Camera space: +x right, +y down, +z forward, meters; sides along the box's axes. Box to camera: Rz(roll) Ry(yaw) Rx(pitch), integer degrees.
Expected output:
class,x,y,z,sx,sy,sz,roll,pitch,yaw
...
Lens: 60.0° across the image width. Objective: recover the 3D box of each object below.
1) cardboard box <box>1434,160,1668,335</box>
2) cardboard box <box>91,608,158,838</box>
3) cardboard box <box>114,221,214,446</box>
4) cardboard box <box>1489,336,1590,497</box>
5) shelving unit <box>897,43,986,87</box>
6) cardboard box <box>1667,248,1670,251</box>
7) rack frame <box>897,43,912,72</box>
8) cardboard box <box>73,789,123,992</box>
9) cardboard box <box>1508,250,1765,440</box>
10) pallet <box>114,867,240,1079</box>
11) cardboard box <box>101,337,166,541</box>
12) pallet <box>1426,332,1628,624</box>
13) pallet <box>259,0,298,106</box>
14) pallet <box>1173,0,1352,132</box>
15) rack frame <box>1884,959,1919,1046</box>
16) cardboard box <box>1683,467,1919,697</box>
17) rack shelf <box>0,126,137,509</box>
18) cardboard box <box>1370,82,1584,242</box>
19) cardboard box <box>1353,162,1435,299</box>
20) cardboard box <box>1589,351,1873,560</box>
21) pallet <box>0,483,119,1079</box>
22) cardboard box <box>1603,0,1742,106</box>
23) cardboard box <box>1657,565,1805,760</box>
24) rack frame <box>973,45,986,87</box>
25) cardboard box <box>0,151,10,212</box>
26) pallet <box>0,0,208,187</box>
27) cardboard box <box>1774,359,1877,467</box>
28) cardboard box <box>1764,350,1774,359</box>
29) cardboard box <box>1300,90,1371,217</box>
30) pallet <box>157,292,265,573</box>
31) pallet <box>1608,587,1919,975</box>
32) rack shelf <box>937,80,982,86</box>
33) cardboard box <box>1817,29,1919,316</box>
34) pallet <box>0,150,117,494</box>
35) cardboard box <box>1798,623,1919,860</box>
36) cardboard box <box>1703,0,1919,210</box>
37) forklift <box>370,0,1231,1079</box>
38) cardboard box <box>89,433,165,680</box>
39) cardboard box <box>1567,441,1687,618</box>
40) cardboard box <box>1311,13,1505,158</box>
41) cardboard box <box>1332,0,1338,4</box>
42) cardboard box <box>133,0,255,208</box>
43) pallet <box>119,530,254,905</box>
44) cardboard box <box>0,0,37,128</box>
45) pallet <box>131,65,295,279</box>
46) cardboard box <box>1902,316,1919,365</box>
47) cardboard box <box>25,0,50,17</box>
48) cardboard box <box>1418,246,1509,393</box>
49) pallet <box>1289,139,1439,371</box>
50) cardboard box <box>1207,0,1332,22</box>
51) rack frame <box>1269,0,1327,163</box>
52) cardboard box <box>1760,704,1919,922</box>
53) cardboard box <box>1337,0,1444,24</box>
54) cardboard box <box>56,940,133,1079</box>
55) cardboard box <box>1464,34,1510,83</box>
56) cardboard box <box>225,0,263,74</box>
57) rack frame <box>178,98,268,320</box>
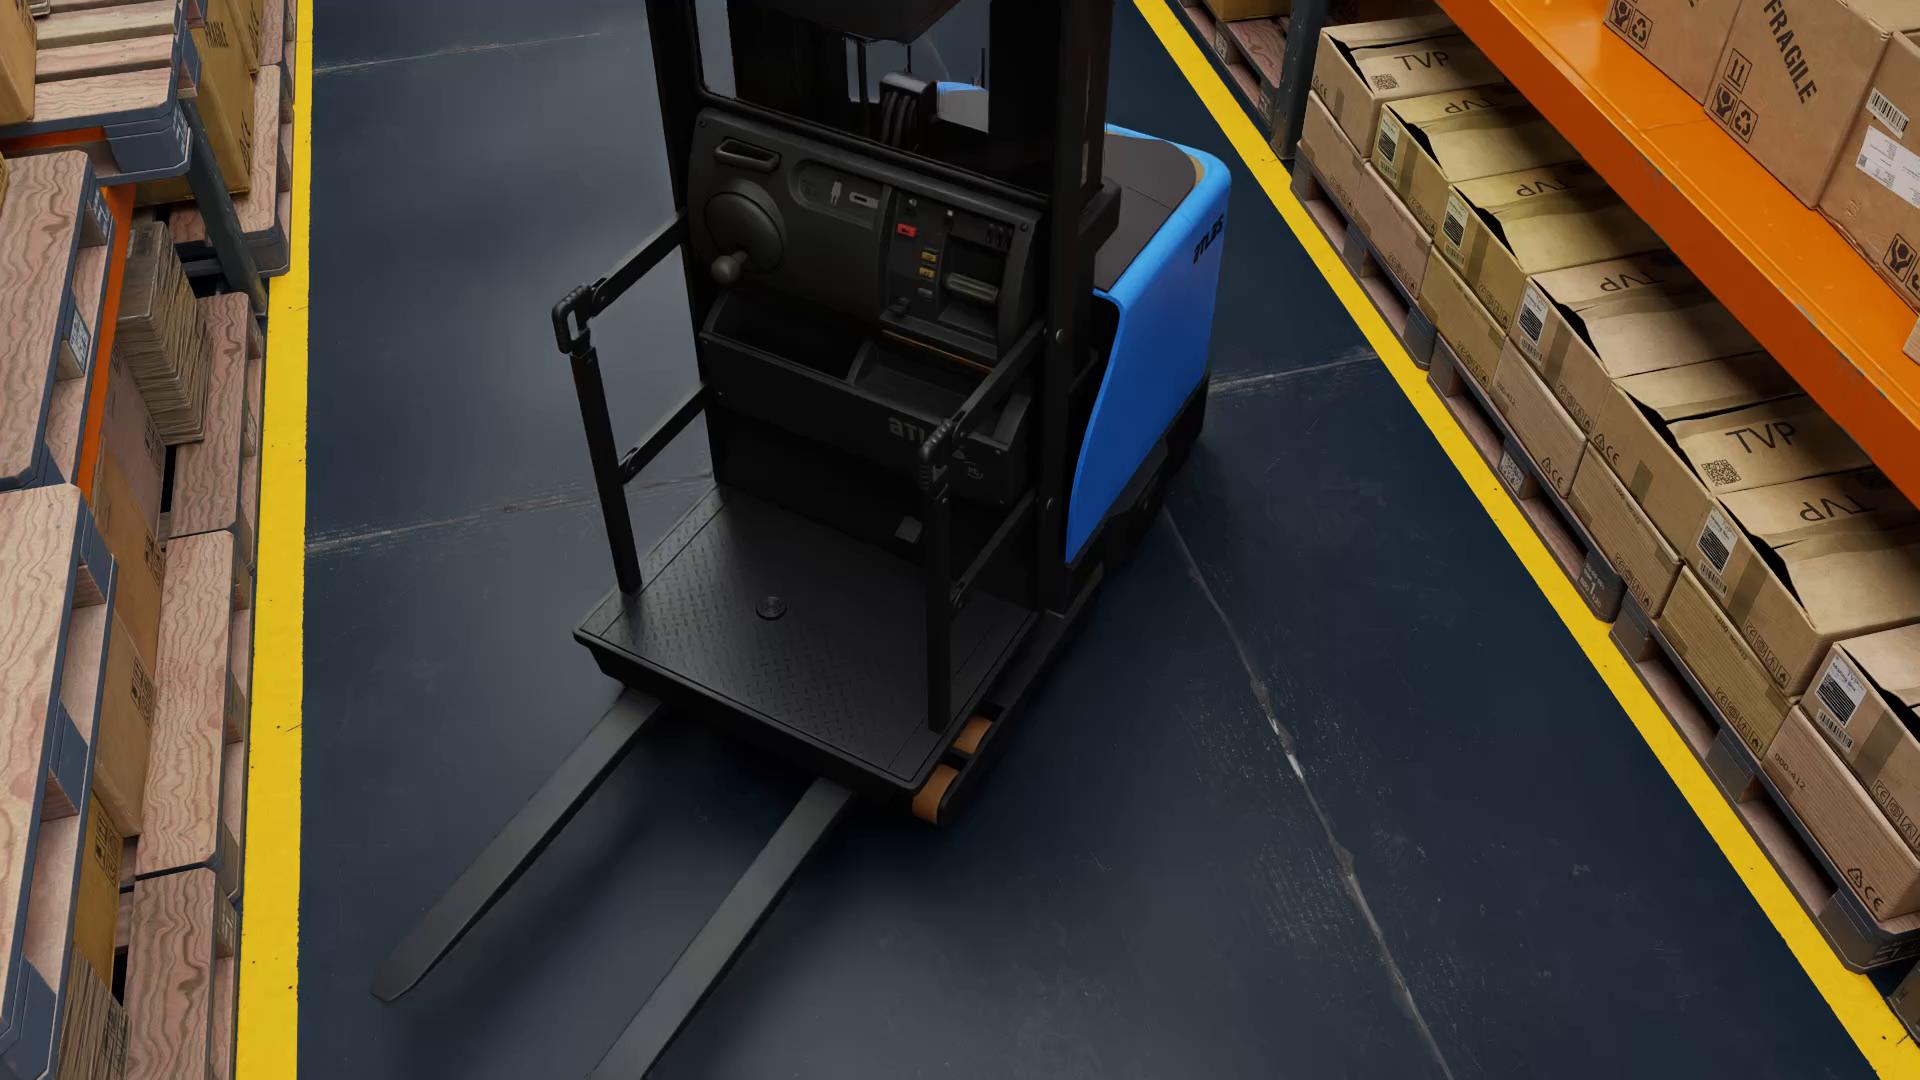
class,x,y,z,sx,sy,sz,roll,pitch,yaw
cardboard box,1.892,-0.969,5.338,0.500,0.311,0.500,-12,47,-11
cardboard box,-2.470,0.462,4.139,0.700,0.500,0.500,-10,46,-10
cardboard box,-2.782,-0.600,5.180,0.700,0.500,0.500,-10,46,-10
cardboard box,2.020,-0.427,5.200,0.500,0.250,0.500,-10,46,-10
shelving unit,-0.058,-1.165,5.657,0.252,1.050,0.215,7,46,7
cardboard box,2.409,-1.074,5.441,0.500,0.311,0.500,-11,47,-11
rack frame,-0.178,-1.181,5.672,0.008,1.050,0.200,7,46,7
cardboard box,-2.378,0.822,3.787,0.700,0.500,0.500,-12,47,-11
cardboard box,2.024,-0.614,4.990,0.500,0.311,0.500,-11,47,-11
pallet,-2.194,1.392,3.738,1.003,0.211,1.213,-11,47,-10
cardboard box,-2.763,-0.223,4.810,0.700,0.500,0.500,-11,47,-10
pallet,2.252,-0.324,5.420,1.003,0.211,1.213,-11,47,-10
pallet,-3.455,-2.231,7.289,1.003,0.211,1.213,-11,47,-10
pallet,1.616,-2.263,7.320,1.003,0.211,1.213,-11,47,-10
rack frame,2.795,0.045,3.106,1.000,3.000,0.127,-11,47,-10
cardboard box,2.275,0.079,4.311,0.500,0.311,0.500,-10,46,-9
rack shelf,-2.505,-0.176,3.826,1.077,0.370,4.000,-11,47,-10
cardboard box,1.763,-1.321,5.683,0.500,0.311,0.500,-12,47,-11
cardboard box,1.750,-1.139,5.897,0.500,0.250,0.500,-12,47,-11
cardboard box,2.149,-0.266,4.649,0.500,0.311,0.500,-11,47,-10
pallet,-2.048,0.466,2.827,1.003,0.211,1.213,-11,47,-10
cardboard box,2.216,-1.596,4.644,0.500,0.500,0.500,-13,47,-12
cardboard box,2.280,0.278,4.509,0.500,0.250,0.500,-11,47,-11
rack frame,0.062,-1.150,5.642,0.008,1.050,0.200,7,46,7
cardboard box,-2.547,-0.819,3.574,0.700,0.500,0.500,-11,47,-10
pallet,-2.732,-1.269,4.527,1.213,0.211,1.003,-11,47,-10
cardboard box,2.673,-0.370,4.751,0.500,0.311,0.500,-12,47,-12
cardboard box,2.535,-0.728,5.102,0.500,0.311,0.500,-10,46,-9
cardboard box,1.621,-1.486,6.237,0.500,0.250,0.500,-11,47,-10
pallet,-2.818,-0.293,5.389,1.003,0.211,1.213,-11,47,-10
pallet,2.568,0.519,4.593,1.003,0.211,1.213,-11,47,-10
rack shelf,-0.058,-1.357,5.462,0.240,0.259,0.215,7,46,7
cardboard box,2.479,-0.887,3.949,0.500,0.500,0.500,-8,46,-7
pallet,-2.471,-0.382,3.658,1.003,0.211,1.213,-11,47,-10
cardboard box,2.414,0.437,3.960,0.500,0.311,0.500,-11,47,-10
cardboard box,2.351,-1.233,4.288,0.500,0.500,0.500,-11,47,-10
forklift,-0.354,-0.636,3.821,1.130,2.935,3.031,22,49,20
cardboard box,-2.608,0.115,4.479,0.700,0.500,0.500,-11,47,-11
cardboard box,2.149,-0.076,4.855,0.500,0.250,0.500,-10,46,-9
cardboard box,1.621,-1.682,6.037,0.500,0.311,0.500,-9,46,-9
cardboard box,1.791,-2.723,7.260,0.500,0.500,0.500,-12,47,-12
cardboard box,-3.078,-1.735,6.061,0.750,0.750,0.750,-11,47,-11
pallet,-2.510,0.548,4.565,1.003,0.211,1.213,-11,47,-10
cardboard box,-2.718,-1.294,4.040,0.700,0.500,0.500,-15,47,-14
pallet,-3.146,-1.390,6.465,1.003,0.211,1.213,-11,47,-10
cardboard box,2.392,-0.481,3.716,0.396,0.266,0.258,-12,47,-11
cardboard box,-2.887,-1.675,4.413,0.700,0.500,0.500,-16,48,-15
cardboard box,1.889,-0.781,5.547,0.500,0.250,0.500,-12,47,-11
pallet,1.944,-1.165,6.244,1.003,0.211,1.213,-11,47,-10
cardboard box,1.304,-2.599,7.139,0.500,0.500,0.500,-9,46,-9
rack frame,1.771,-2.717,5.812,1.000,3.000,0.127,-11,47,-10
cardboard box,2.408,0.627,4.166,0.500,0.250,0.500,-11,47,-11
cardboard box,1.930,-2.362,6.907,0.500,0.500,0.500,-9,46,-9
cardboard box,-2.198,1.169,3.446,0.700,0.500,0.500,-9,46,-9
cardboard box,2.143,-1.781,6.134,0.500,0.311,0.500,-10,46,-9
cardboard box,-3.297,-2.341,6.655,0.750,0.750,0.750,-11,47,-11
rack frame,-3.017,-1.808,4.922,1.000,3.000,0.127,-11,47,-10
